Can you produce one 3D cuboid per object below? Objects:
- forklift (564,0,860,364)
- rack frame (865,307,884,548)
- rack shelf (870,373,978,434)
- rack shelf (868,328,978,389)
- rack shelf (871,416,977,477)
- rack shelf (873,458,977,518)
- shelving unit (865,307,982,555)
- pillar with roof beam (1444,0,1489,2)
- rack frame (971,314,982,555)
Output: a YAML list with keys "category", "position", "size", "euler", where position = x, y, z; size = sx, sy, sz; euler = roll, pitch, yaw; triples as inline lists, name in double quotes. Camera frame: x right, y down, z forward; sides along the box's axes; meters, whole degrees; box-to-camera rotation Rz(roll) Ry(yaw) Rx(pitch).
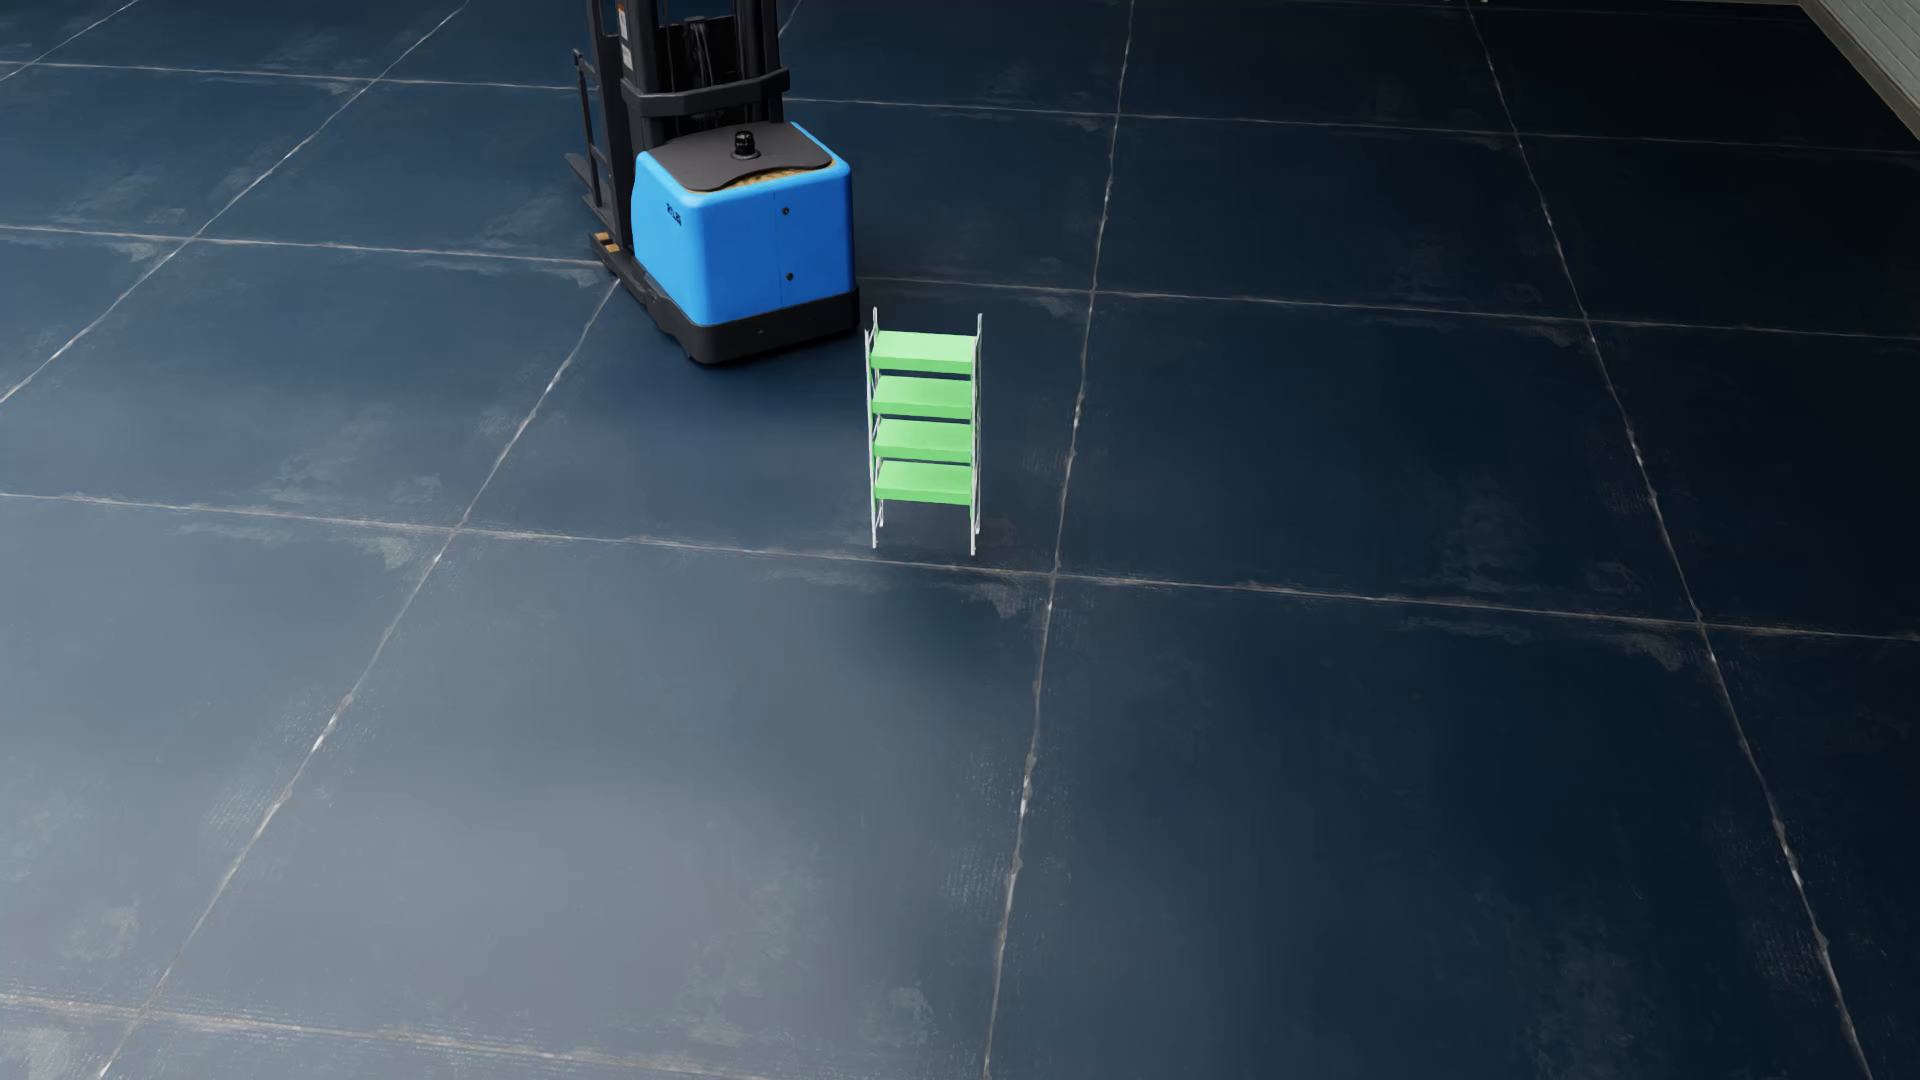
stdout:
- category: "forklift"
  position: [-1.749, -3.041, 9.988]
  size: [1.130, 2.935, 3.031]
  euler: [-18, 39, -23]
- category: "rack frame"
  position: [-0.406, -0.519, 7.944]
  size: [0.015, 1.200, 0.240]
  euler: [4, 36, 6]
- category: "rack shelf"
  position: [-0.164, -0.644, 7.816]
  size: [0.480, 0.148, 0.258]
  euler: [4, 36, 6]
- category: "rack shelf"
  position: [-0.164, -0.839, 7.677]
  size: [0.480, 0.148, 0.258]
  euler: [4, 36, 6]
- category: "rack shelf"
  position: [-0.164, -0.449, 7.956]
  size: [0.480, 0.148, 0.258]
  euler: [4, 36, 6]
- category: "rack shelf"
  position: [-0.164, -0.253, 8.095]
  size: [0.480, 0.148, 0.258]
  euler: [4, 36, 6]
- category: "shelving unit"
  position: [-0.164, -0.501, 7.919]
  size: [0.503, 1.200, 0.258]
  euler: [4, 36, 6]
- category: "pillar with roof beam"
  position: [4.068, -6.162, 9.137]
  size: [0.400, 9.000, 9.100]
  euler: [4, 36, 6]
- category: "rack frame"
  position: [0.078, -0.483, 7.893]
  size: [0.015, 1.200, 0.240]
  euler: [4, 36, 6]
